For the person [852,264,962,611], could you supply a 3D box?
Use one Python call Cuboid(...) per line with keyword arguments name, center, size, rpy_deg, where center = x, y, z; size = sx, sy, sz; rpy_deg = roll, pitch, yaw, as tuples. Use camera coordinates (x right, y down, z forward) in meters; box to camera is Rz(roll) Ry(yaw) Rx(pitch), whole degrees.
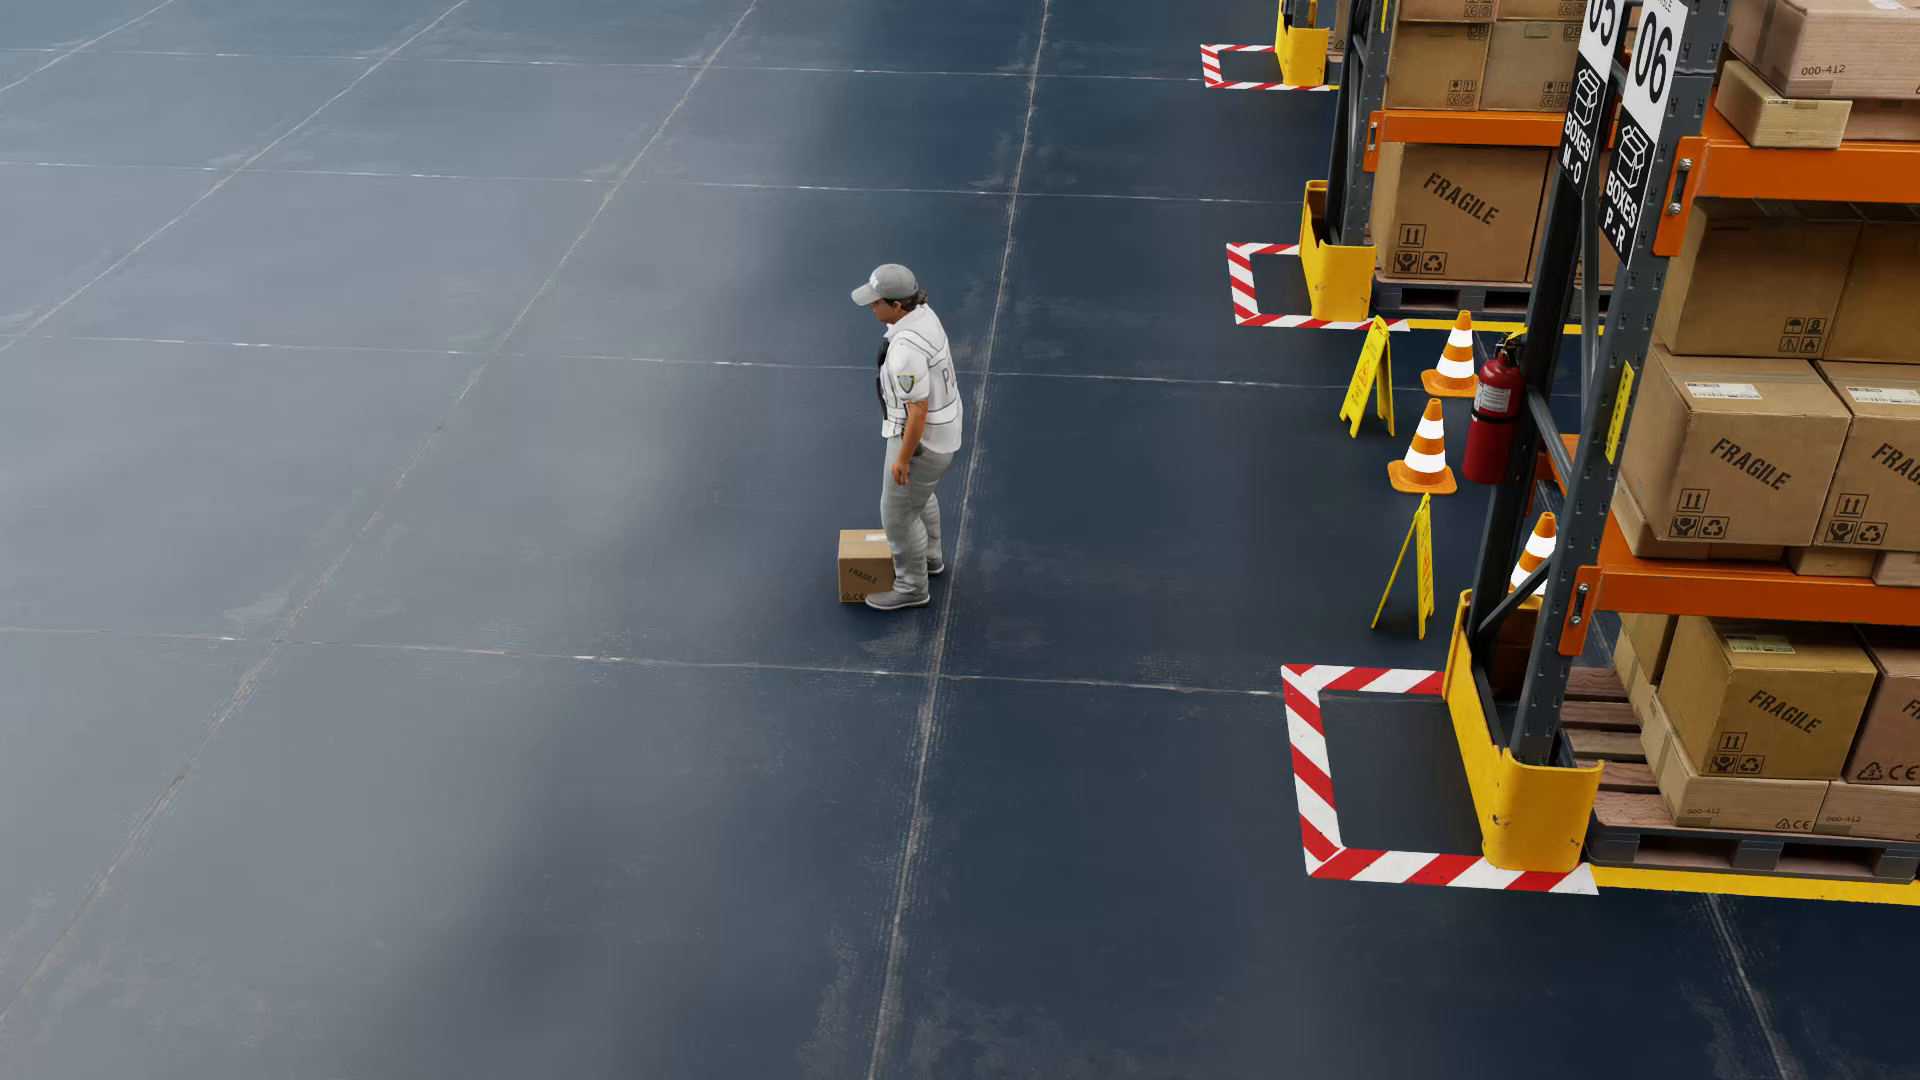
Cuboid(name="person", center=(-0.225, -0.467, 7.478), size=(0.471, 1.666, 0.544), rpy_deg=(2, 32, 4))
